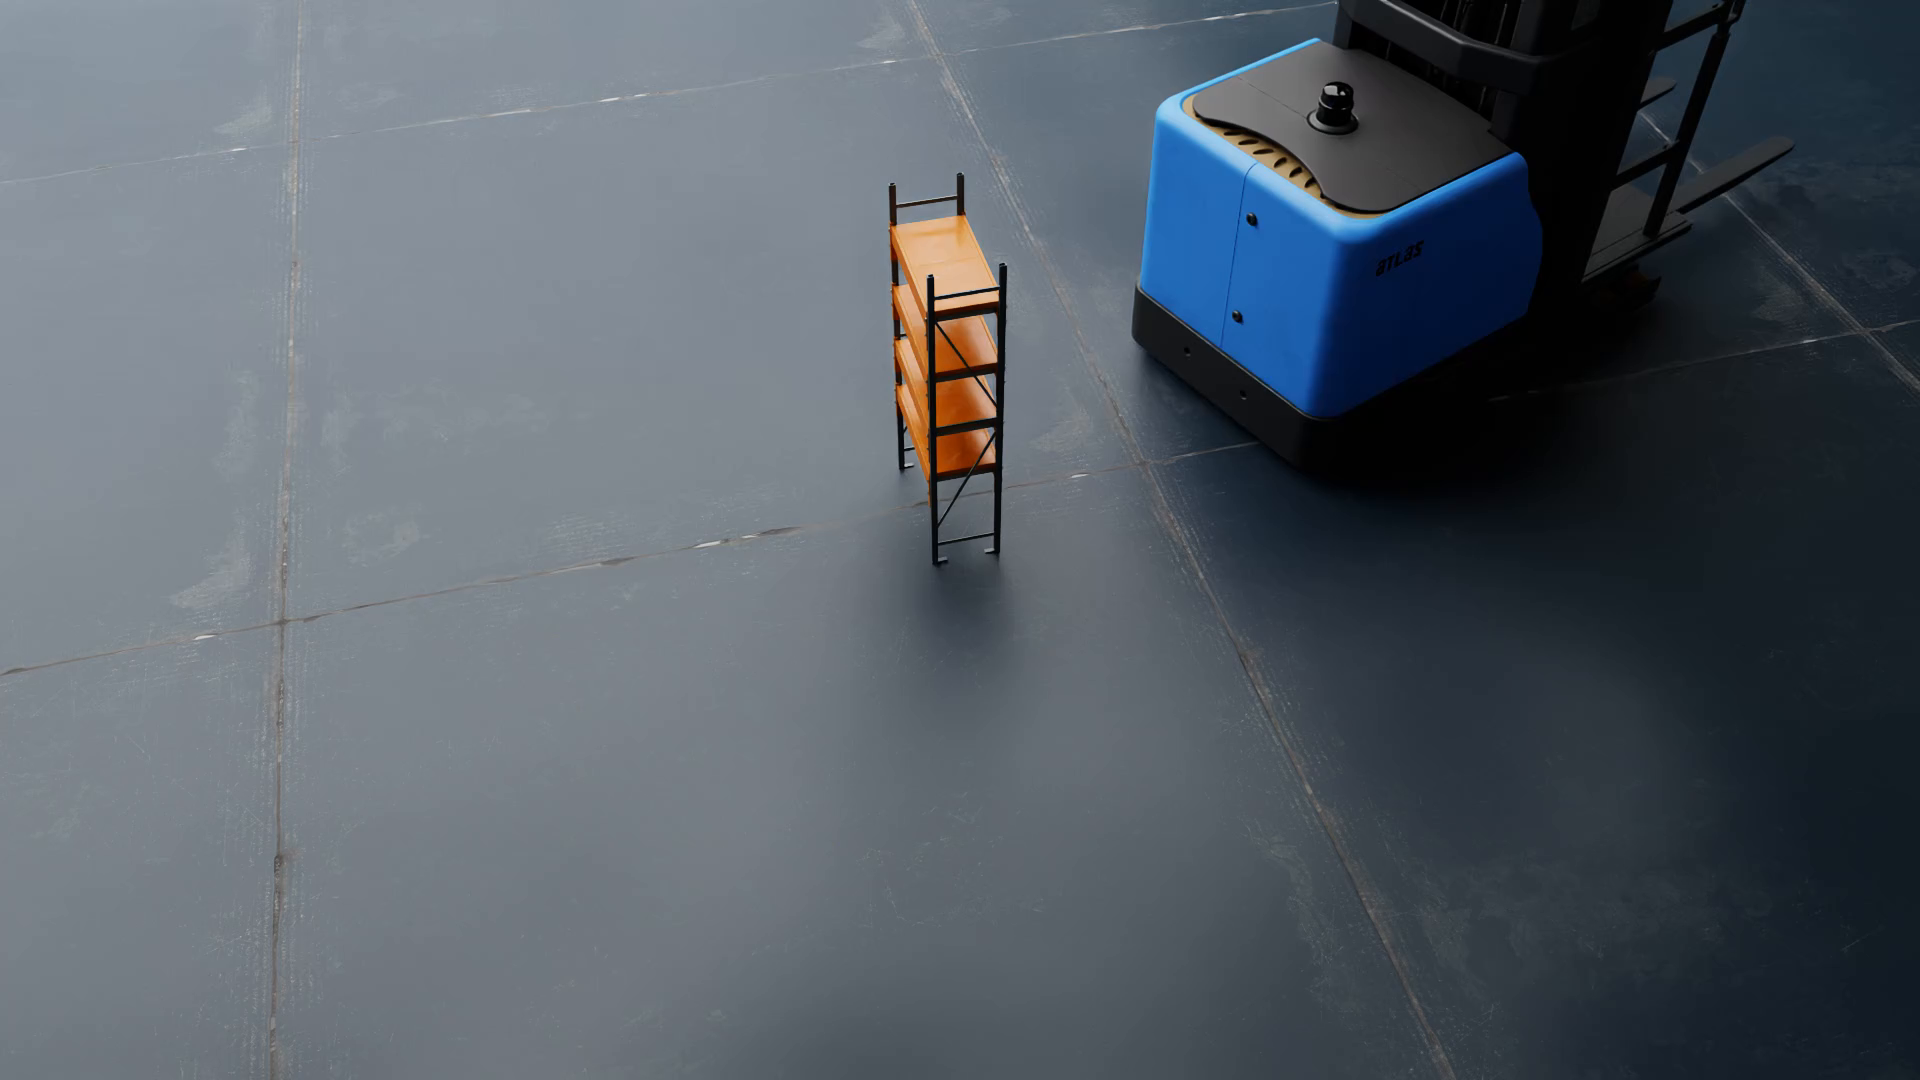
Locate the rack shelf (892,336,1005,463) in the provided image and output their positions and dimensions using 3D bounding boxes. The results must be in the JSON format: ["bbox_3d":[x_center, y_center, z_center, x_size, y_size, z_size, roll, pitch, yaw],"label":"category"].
[{"bbox_3d":[-0.042,-0.487,5.482,0.258,0.148,0.480,-11,47,-10],"label":"rack shelf"}]

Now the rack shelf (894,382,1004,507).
[{"bbox_3d":[-0.042,-0.348,5.623,0.258,0.148,0.480,-11,47,-10],"label":"rack shelf"}]

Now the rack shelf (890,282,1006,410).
[{"bbox_3d":[-0.042,-0.644,5.322,0.258,0.148,0.480,-11,47,-10],"label":"rack shelf"}]

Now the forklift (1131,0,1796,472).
[{"bbox_3d":[2.153,-2.126,5.781,3.031,2.935,1.130,-28,52,-24],"label":"forklift"}]

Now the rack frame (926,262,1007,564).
[{"bbox_3d":[0.020,-0.366,5.268,0.240,1.200,0.015,-11,47,-10],"label":"rack frame"}]

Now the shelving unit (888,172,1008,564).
[{"bbox_3d":[-0.042,-0.534,5.433,0.258,1.200,0.503,-11,47,-10],"label":"shelving unit"}]

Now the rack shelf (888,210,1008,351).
[{"bbox_3d":[-0.042,-0.809,5.153,0.258,0.148,0.480,-11,47,-10],"label":"rack shelf"}]

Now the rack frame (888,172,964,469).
[{"bbox_3d":[-0.105,-0.703,5.599,0.240,1.200,0.015,-11,47,-10],"label":"rack frame"}]
